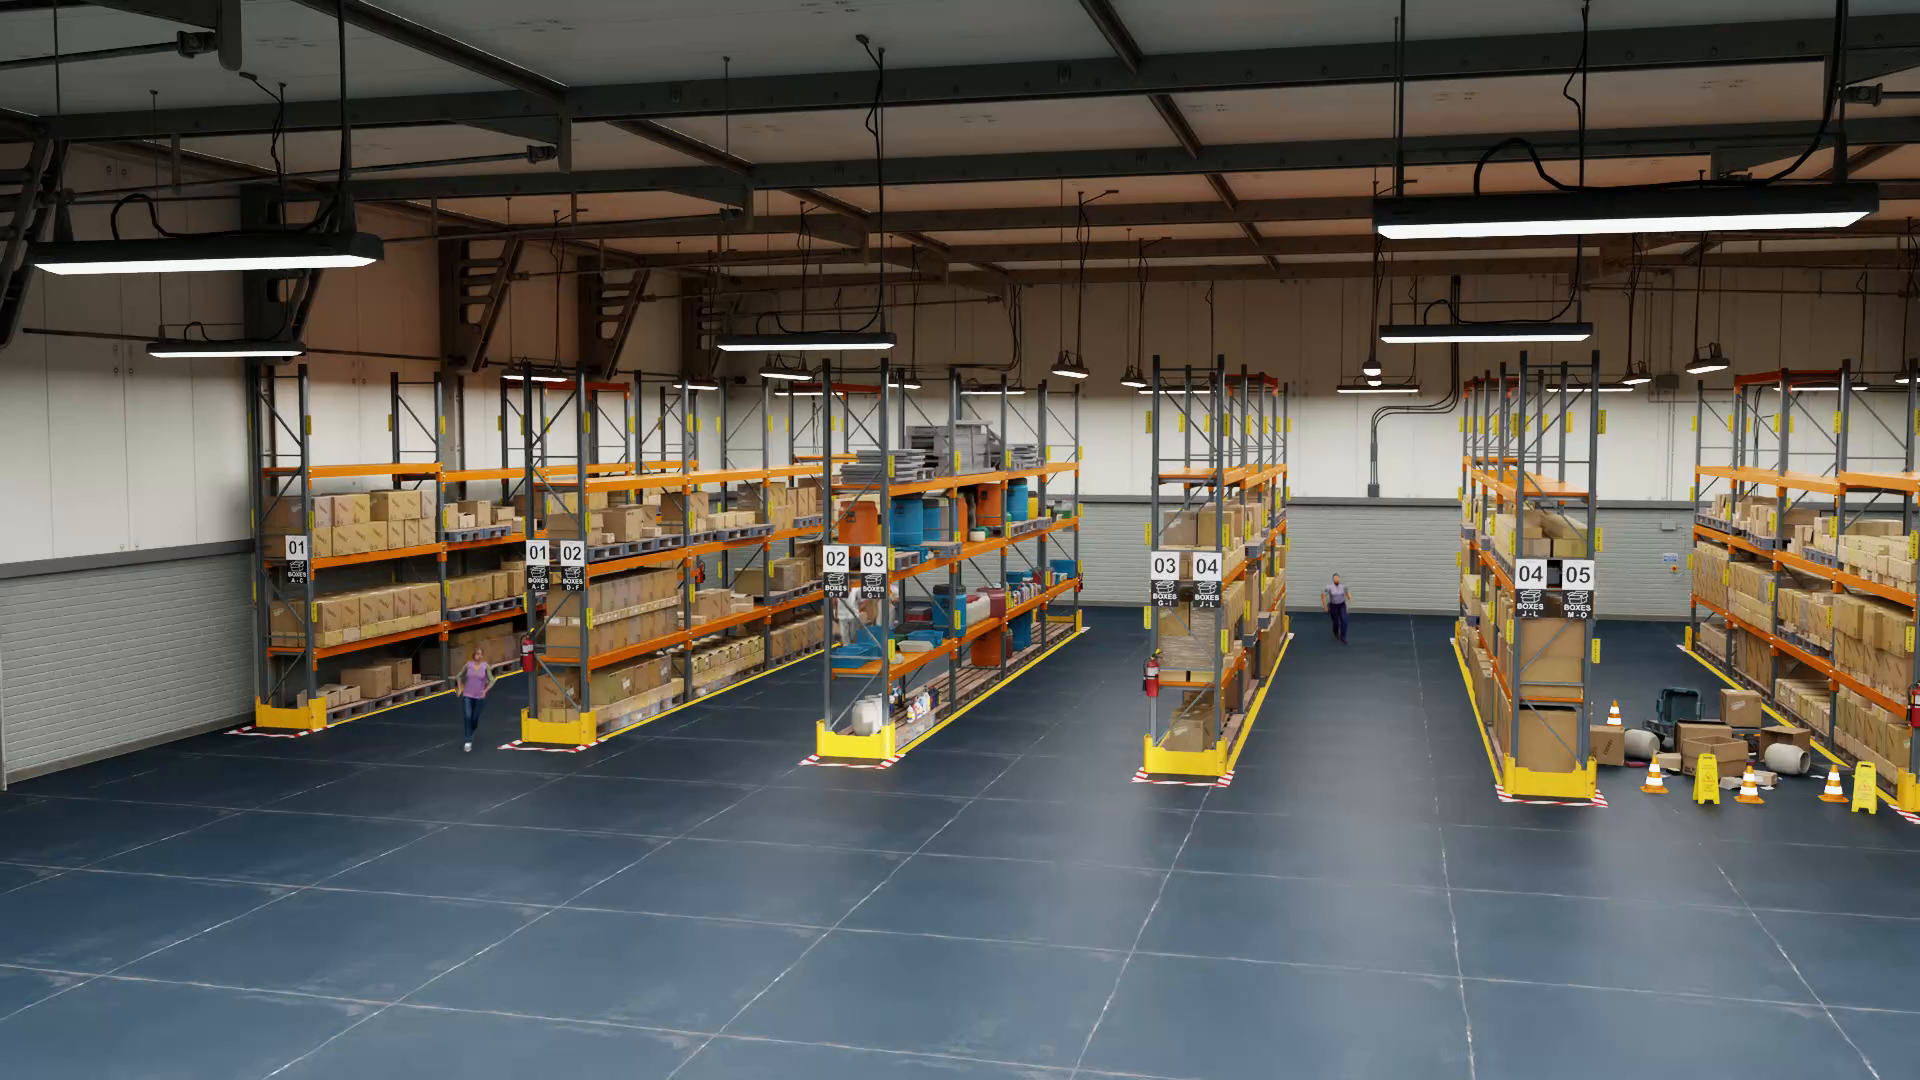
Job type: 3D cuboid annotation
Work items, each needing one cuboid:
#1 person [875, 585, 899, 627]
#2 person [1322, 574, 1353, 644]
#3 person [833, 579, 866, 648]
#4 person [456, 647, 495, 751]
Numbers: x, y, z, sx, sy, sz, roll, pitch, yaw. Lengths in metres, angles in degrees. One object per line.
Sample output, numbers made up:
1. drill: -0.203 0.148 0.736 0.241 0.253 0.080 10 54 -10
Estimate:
1. person: -1.626 1.613 37.350 0.589 1.673 0.733 1 4 12
2. person: 8.687 1.580 38.406 0.699 1.607 0.627 0 4 -2
3. person: -2.195 1.570 32.753 0.707 1.786 0.920 1 4 11
4. person: -7.539 2.452 25.878 0.582 1.575 0.650 -1 4 -14
